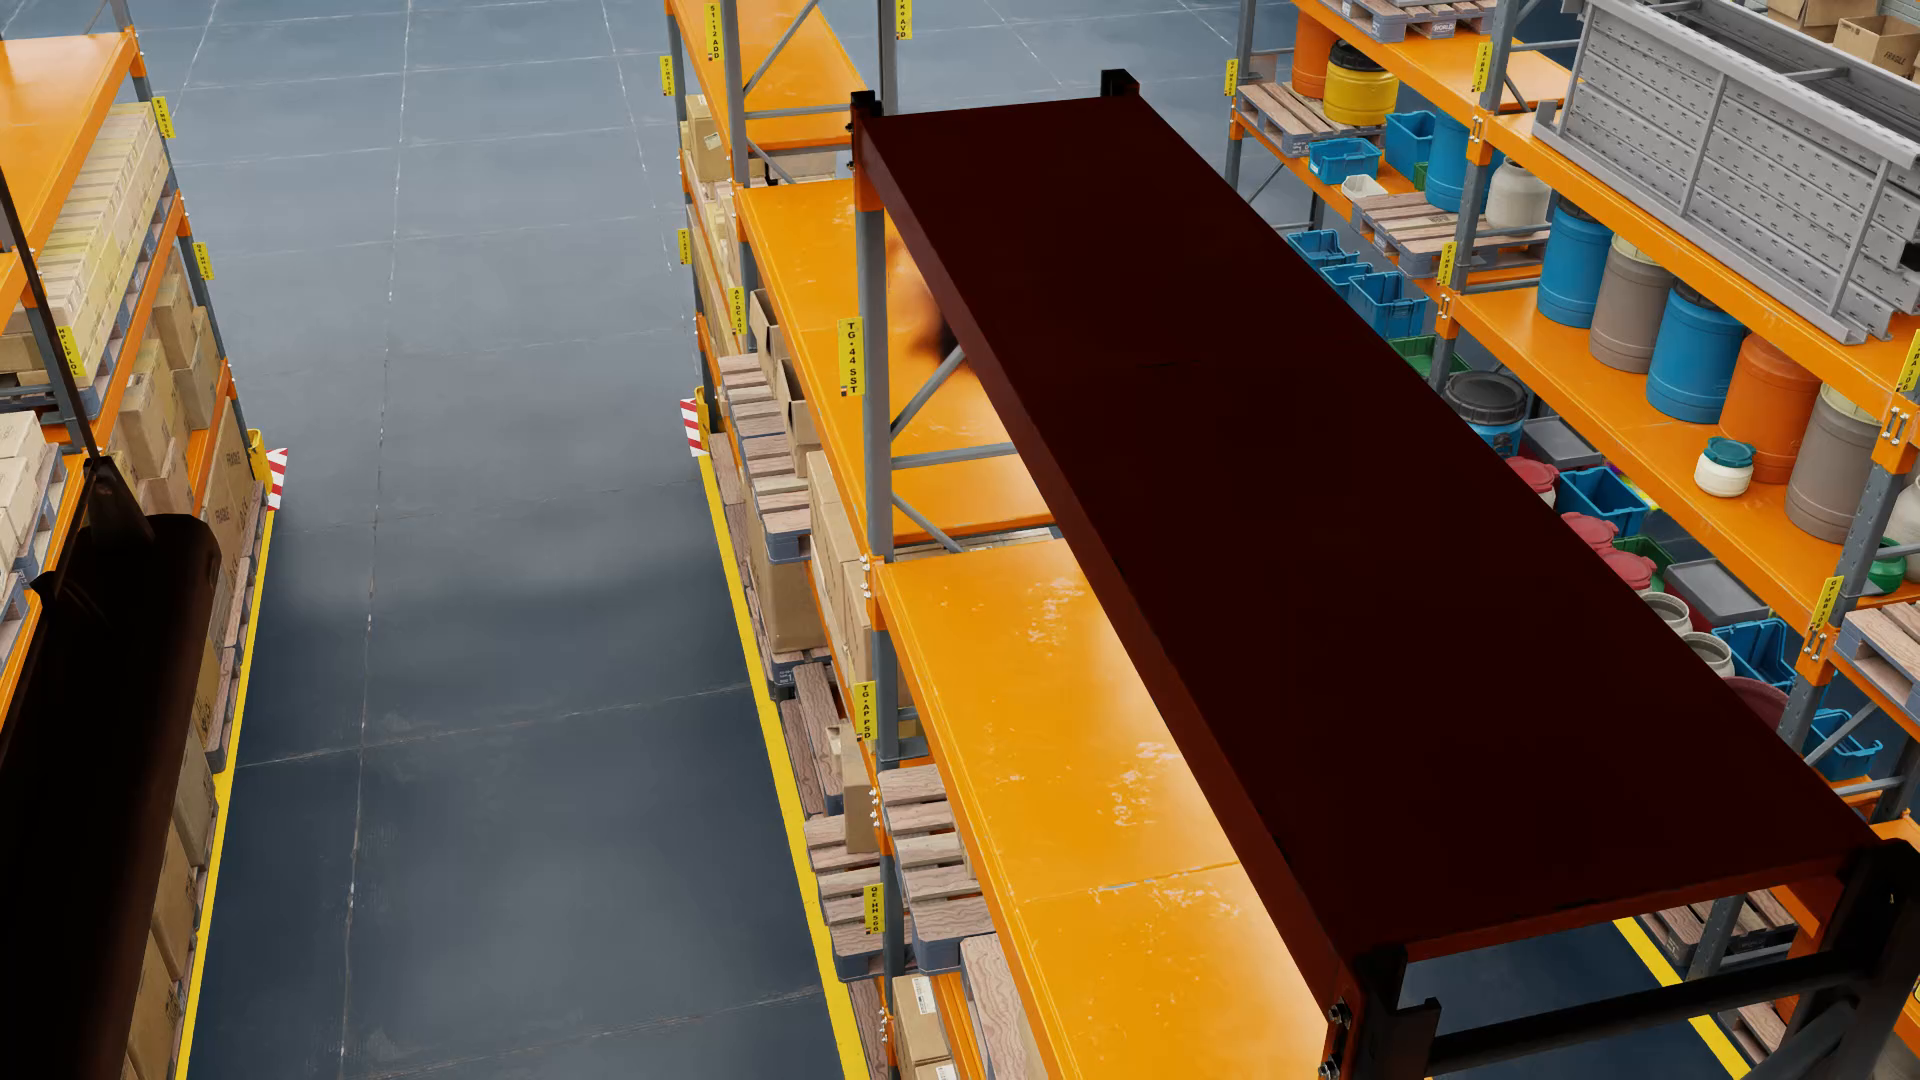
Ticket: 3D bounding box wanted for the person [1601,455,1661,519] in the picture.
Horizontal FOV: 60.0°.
[{"bbox_3d":[5.277,-0.267,12.951,0.806,1.825,0.722,-9,36,-13],"label":"person"}]
